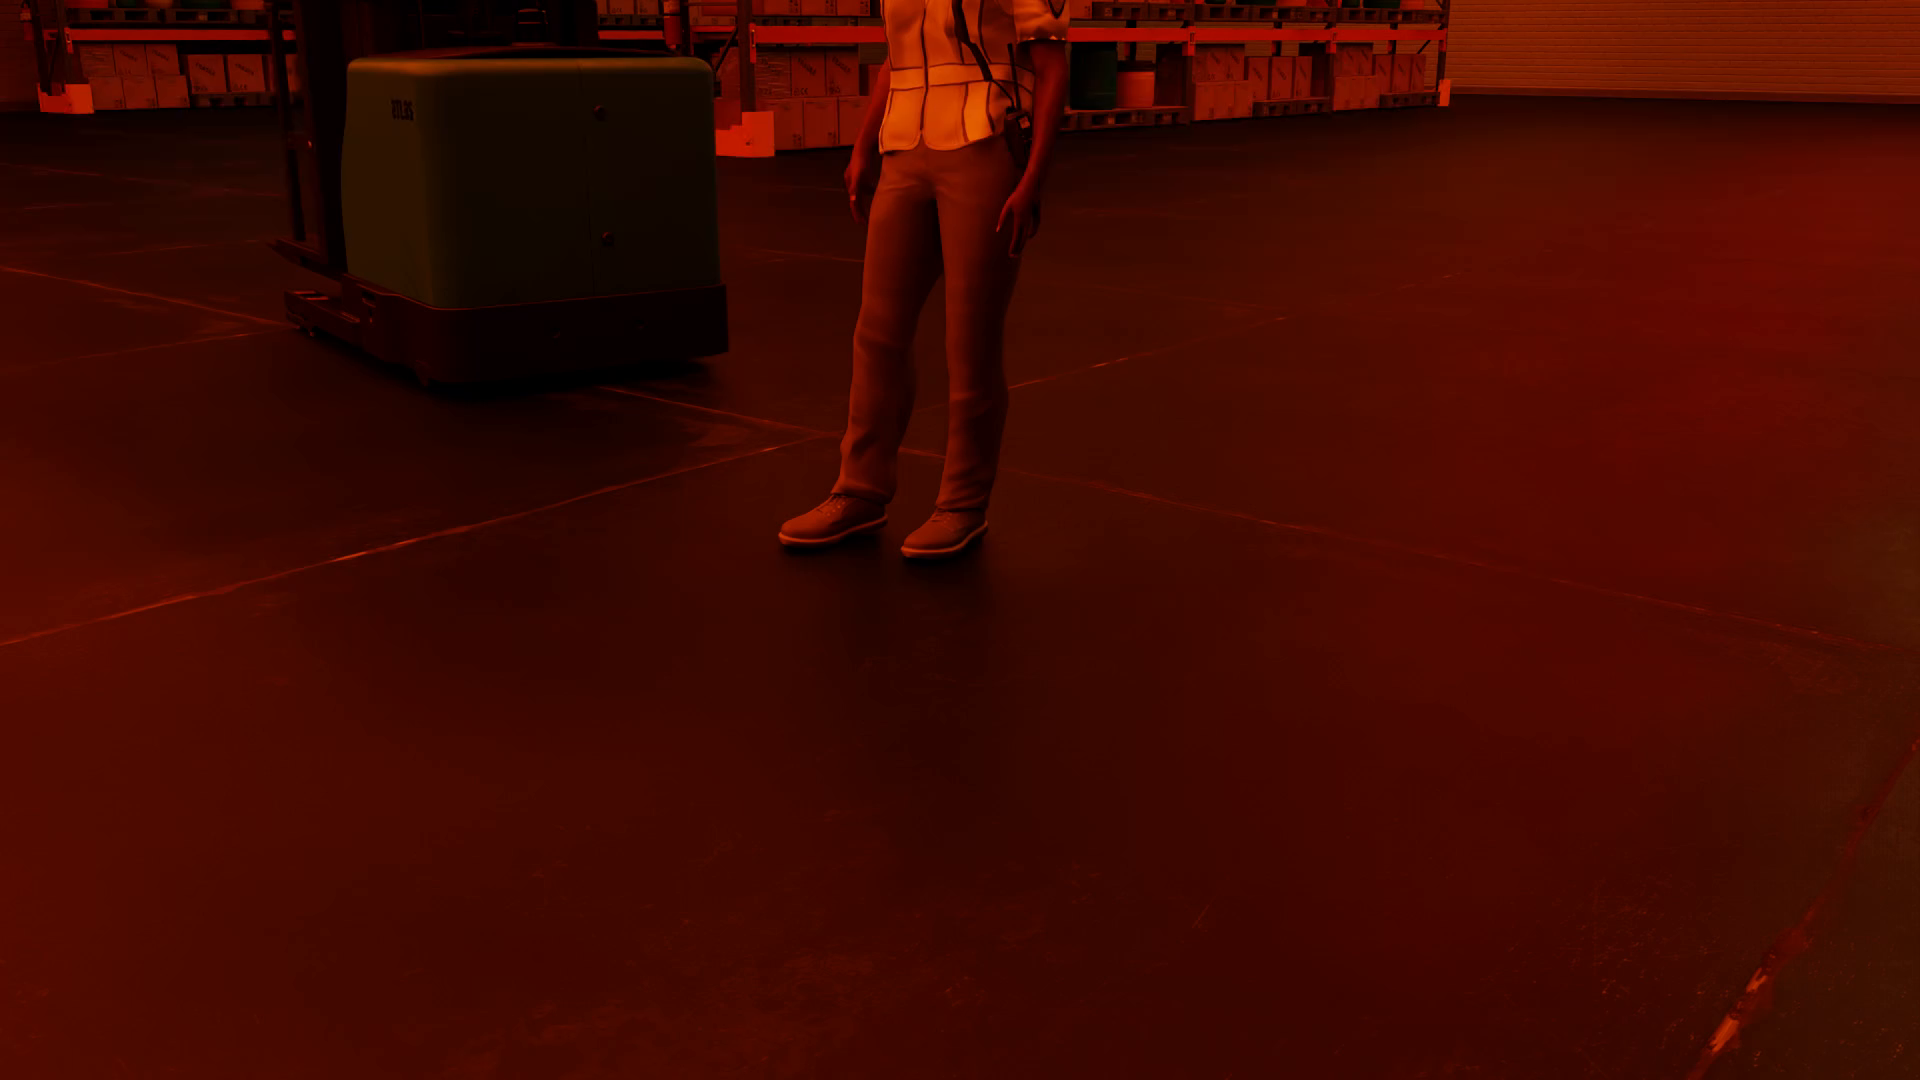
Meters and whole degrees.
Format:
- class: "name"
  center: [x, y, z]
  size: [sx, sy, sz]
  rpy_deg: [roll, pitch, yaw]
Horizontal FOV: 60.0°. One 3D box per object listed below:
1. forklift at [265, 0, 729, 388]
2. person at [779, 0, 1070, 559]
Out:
- class: "forklift"
  center: [-2.079, -2.273, 6.383]
  size: [1.130, 2.935, 3.031]
  rpy_deg: [-12, 20, -33]
- class: "person"
  center: [-0.063, -0.805, 3.650]
  size: [0.569, 1.695, 0.528]
  rpy_deg: [13, 21, 37]
